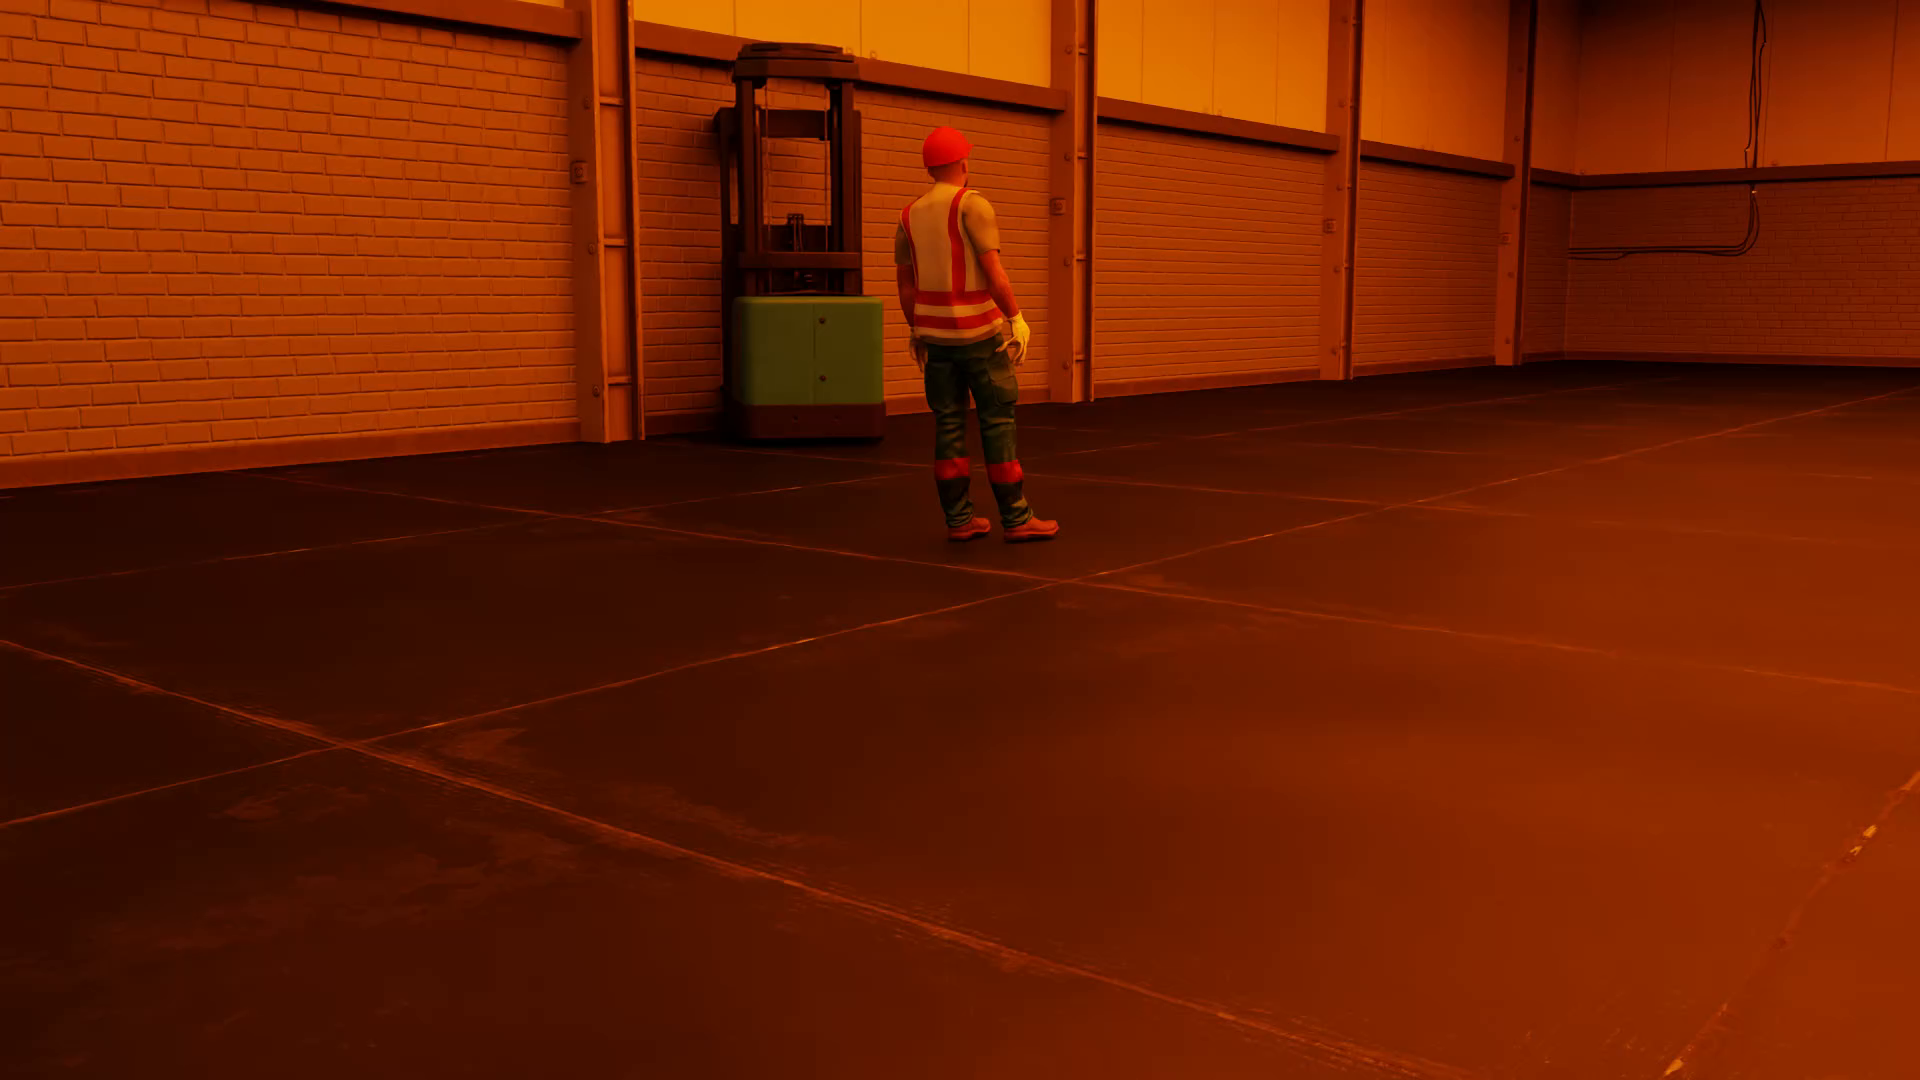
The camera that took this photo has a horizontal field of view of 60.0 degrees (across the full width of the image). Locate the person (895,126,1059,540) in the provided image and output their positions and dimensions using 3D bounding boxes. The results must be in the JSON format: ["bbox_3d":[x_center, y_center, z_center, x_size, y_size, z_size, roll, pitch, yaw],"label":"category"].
[{"bbox_3d":[0.060,-0.900,7.329,0.637,1.790,0.562,7,11,38],"label":"person"}]

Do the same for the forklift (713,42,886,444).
[{"bbox_3d":[-1.356,-2.323,13.159,1.130,2.935,3.031,-2,9,-12],"label":"forklift"}]
